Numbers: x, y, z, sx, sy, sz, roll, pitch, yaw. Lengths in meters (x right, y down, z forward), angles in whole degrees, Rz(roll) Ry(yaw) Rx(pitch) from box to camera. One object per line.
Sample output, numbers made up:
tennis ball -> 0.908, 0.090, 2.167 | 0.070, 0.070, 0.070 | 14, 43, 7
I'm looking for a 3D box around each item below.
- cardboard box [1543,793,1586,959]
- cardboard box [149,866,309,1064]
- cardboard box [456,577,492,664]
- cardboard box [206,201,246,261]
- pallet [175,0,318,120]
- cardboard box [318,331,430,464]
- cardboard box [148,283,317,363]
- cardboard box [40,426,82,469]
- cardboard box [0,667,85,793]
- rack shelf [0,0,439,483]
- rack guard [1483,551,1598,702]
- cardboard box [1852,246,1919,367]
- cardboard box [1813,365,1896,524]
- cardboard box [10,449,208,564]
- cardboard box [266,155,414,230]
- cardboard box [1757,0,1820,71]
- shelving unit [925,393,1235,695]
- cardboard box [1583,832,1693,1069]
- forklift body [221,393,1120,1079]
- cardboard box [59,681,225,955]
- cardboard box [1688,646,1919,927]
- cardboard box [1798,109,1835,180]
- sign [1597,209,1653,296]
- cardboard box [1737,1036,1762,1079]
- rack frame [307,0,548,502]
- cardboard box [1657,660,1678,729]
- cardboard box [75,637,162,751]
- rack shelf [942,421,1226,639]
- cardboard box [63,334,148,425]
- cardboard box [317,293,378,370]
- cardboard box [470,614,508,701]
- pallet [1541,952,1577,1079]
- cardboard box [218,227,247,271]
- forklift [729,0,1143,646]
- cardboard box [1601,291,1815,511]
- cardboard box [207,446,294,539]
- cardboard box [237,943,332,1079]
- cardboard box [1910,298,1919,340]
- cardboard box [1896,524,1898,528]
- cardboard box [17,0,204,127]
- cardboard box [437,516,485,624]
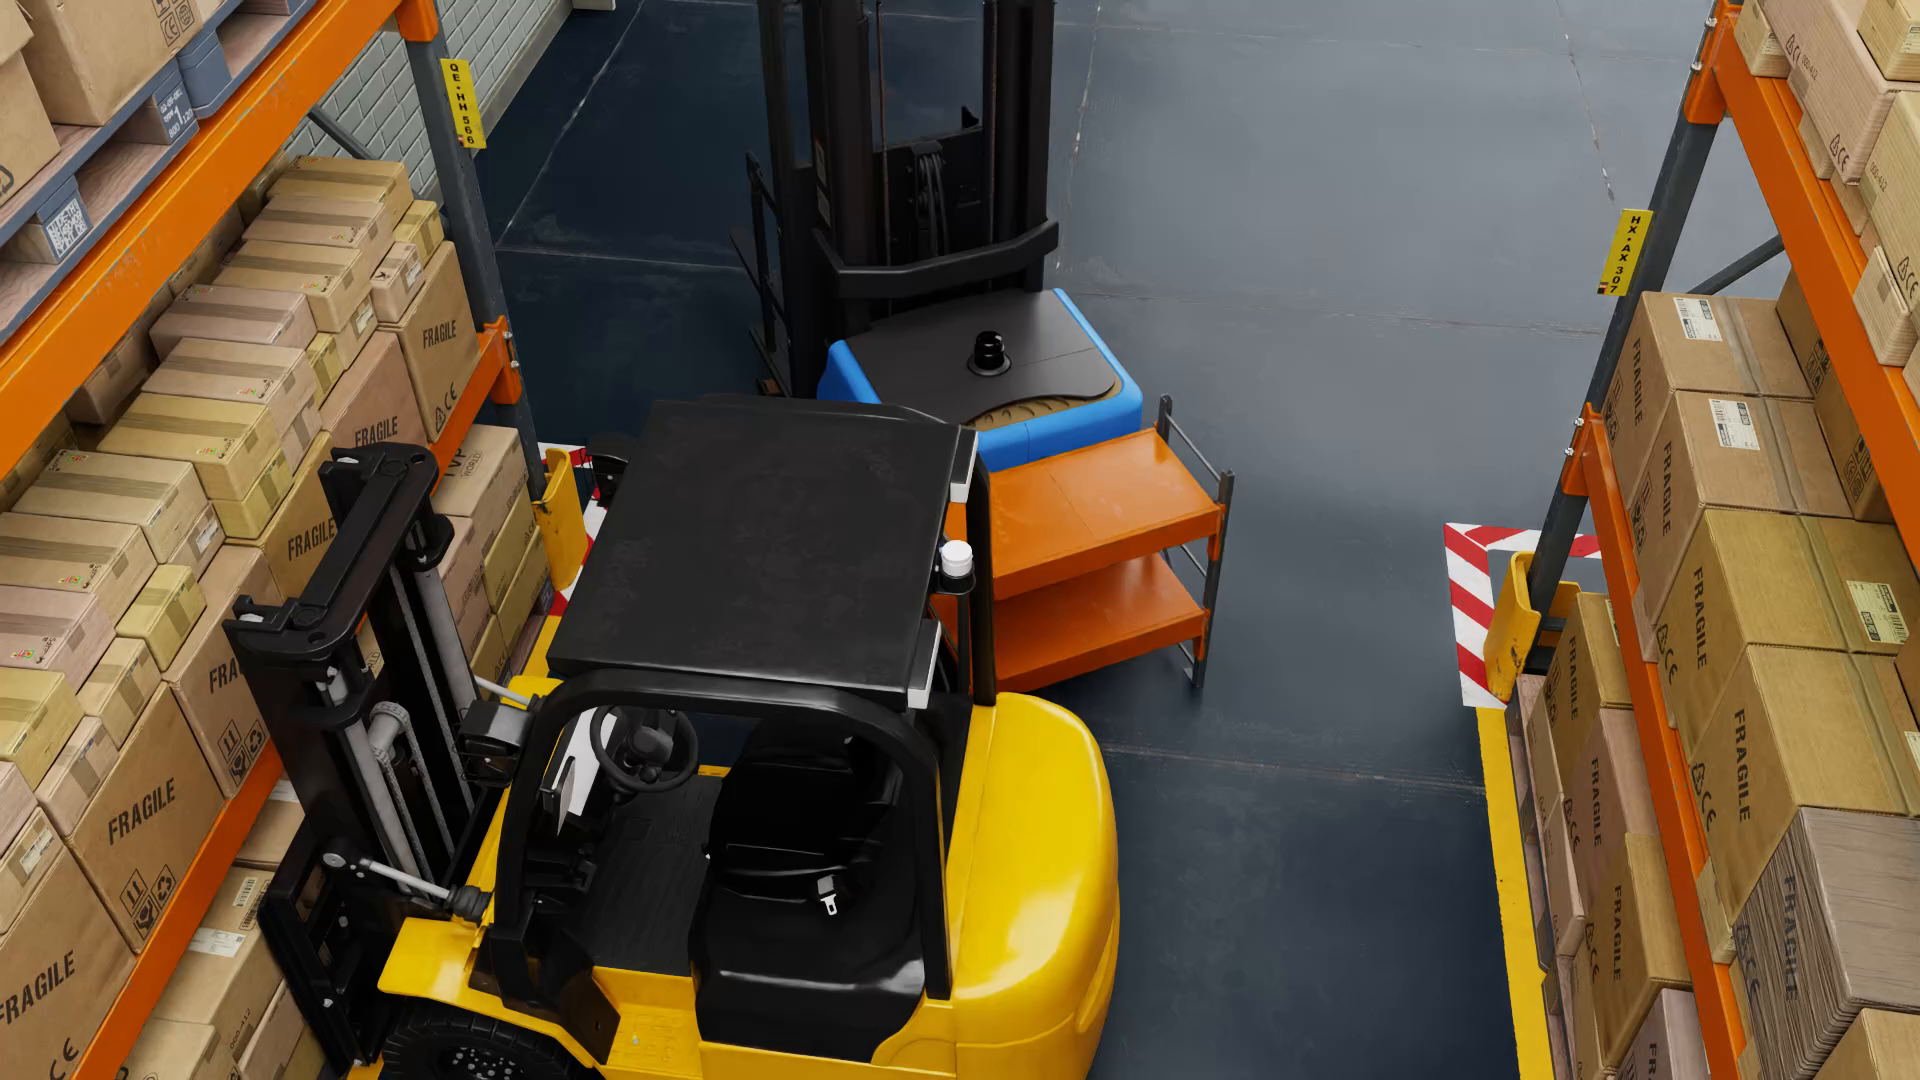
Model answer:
cardboard box -> 2.254, 1.146, 5.552 | 0.500, 0.250, 0.500 | 7, 44, 7
cardboard box -> -2.233, 1.200, 4.768 | 0.500, 0.250, 0.500 | 7, 44, 7
cardboard box -> -2.043, 0.345, 6.035 | 0.500, 0.250, 0.500 | 5, 44, 5
cardboard box -> -2.565, -1.015, 5.380 | 0.380, 0.149, 0.250 | 7, 44, 7
pallet -> -2.330, -1.598, 4.639 | 1.003, 0.211, 1.213 | 5, 44, 6
cardboard box -> -2.094, -0.345, 5.360 | 0.500, 0.500, 0.500 | 7, 44, 7
cardboard box -> -2.166, -0.622, 4.965 | 0.380, 0.149, 0.250 | 5, 44, 6
cardboard box -> -2.754, -0.215, 4.751 | 0.380, 0.149, 0.250 | 7, 44, 7
cardboard box -> -2.291, 0.429, 3.854 | 0.380, 0.149, 0.250 | 5, 44, 5
rack shelf -> -2.476, -0.485, 3.922 | 1.077, 0.370, 4.000 | 5, 44, 6
rack guard -> 2.699, 0.388, 6.477 | 1.175, 0.500, 0.348 | 5, 44, 6
cardboard box -> 2.177, -0.492, 3.589 | 0.380, 0.149, 0.250 | 6, 44, 6
cardboard box -> 2.784, -0.367, 4.439 | 0.700, 0.500, 0.500 | 6, 44, 6
cardboard box -> -2.247, -0.091, 4.404 | 0.380, 0.149, 0.250 | 6, 44, 6
cardboard box -> -2.050, -1.137, 5.508 | 0.380, 0.149, 0.250 | 5, 44, 6
cardboard box -> 2.379, -1.396, 4.254 | 0.500, 0.250, 0.500 | 5, 44, 5
shelving unit -> 0.391, 0.161, 6.262 | 1.048, 1.125, 0.538 | -16, 46, -17
cardboard box -> 2.187, 1.241, 4.907 | 0.500, 0.500, 0.500 | 6, 44, 6
forklift body -> -0.654, 0.746, 4.898 | 2.313, 2.155, 1.214 | 5, 44, 6
cardboard box -> -2.304, 0.689, 4.268 | 0.500, 0.500, 0.500 | 5, 44, 5
cardboard box -> 2.181, 0.630, 4.114 | 0.500, 0.500, 0.500 | 4, 44, 5
cardboard box -> 2.329, -1.009, 4.135 | 0.380, 0.149, 0.250 | 6, 44, 7
sign -> 2.172, -0.935, 5.426 | 0.100, 0.325, 0.005 | 5, 44, 6
cardboard box -> 2.052, 1.306, 3.872 | 0.380, 0.149, 0.250 | 5, 44, 5
rack frame -> -2.211, -1.020, 6.146 | 1.000, 3.000, 0.127 | 5, 44, 6
cardboard box -> 2.244, 0.427, 4.800 | 0.380, 0.149, 0.250 | 6, 44, 7
cardboard box -> -2.239, 0.371, 4.132 | 0.380, 0.149, 0.250 | 4, 44, 4
rack shelf -> 0.391, -0.051, 6.060 | 1.000, 0.278, 0.538 | -16, 46, -17
cardboard box -> -2.614, -0.485, 4.820 | 0.380, 0.149, 0.250 | 7, 44, 7
cardboard box -> -2.079, -0.682, 5.244 | 0.380, 0.149, 0.250 | 6, 44, 6
cardboard box -> -2.035, 0.513, 6.221 | 0.500, 0.250, 0.500 | 5, 44, 6
pallet -> 2.393, 1.872, 5.119 | 1.003, 0.211, 1.213 | 5, 44, 6
cardboard box -> -2.483, -0.911, 5.485 | 0.380, 0.149, 0.250 | 5, 44, 6
forklift -> -0.312, -1.644, 6.855 | 1.130, 2.935, 3.031 | -16, 46, -16
cardboard box -> 2.372, -0.418, 5.221 | 0.500, 0.500, 0.500 | 5, 44, 5
cardboard box -> -2.125, -0.154, 4.686 | 0.380, 0.149, 0.250 | 6, 44, 6
cardboard box -> -2.228, 1.384, 4.938 | 0.500, 0.250, 0.500 | 5, 44, 5
cardboard box -> 2.172, -0.352, 3.151 | 0.500, 0.250, 0.500 | 6, 44, 6
cardboard box -> 2.840, 0.020, 4.758 | 0.500, 0.500, 0.500 | 5, 44, 6
cardboard box -> -2.263, -1.322, 3.832 | 0.700, 0.500, 0.500 | 5, 44, 6
cardboard box -> -2.025, 0.153, 5.874 | 0.500, 0.250, 0.500 | 6, 44, 6
